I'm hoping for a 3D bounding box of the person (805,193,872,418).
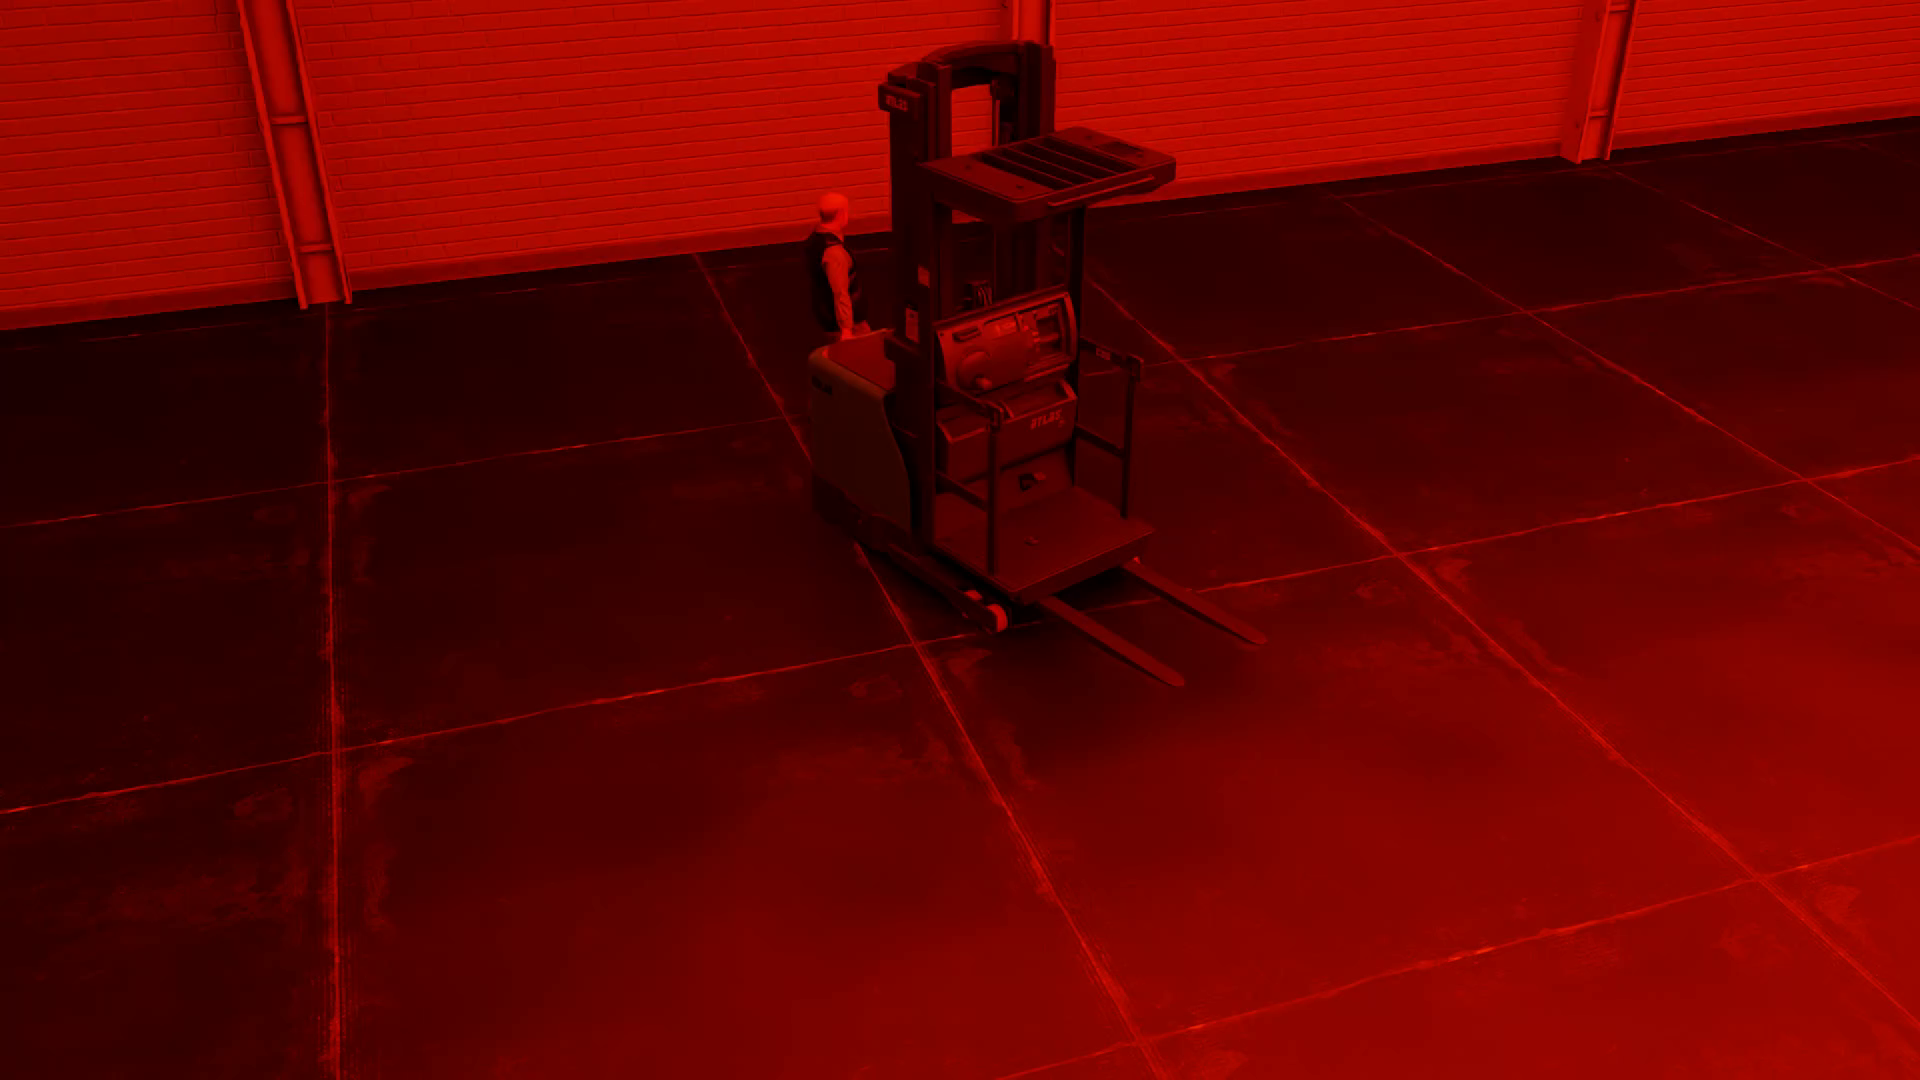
[{"bbox_3d":[-0.776,-1.458,10.928,0.486,1.629,0.885,-9,31,-15],"label":"person"}]

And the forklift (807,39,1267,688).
[{"bbox_3d":[0.396,-1.035,8.887,1.130,2.935,3.031,-22,36,-33],"label":"forklift"}]
